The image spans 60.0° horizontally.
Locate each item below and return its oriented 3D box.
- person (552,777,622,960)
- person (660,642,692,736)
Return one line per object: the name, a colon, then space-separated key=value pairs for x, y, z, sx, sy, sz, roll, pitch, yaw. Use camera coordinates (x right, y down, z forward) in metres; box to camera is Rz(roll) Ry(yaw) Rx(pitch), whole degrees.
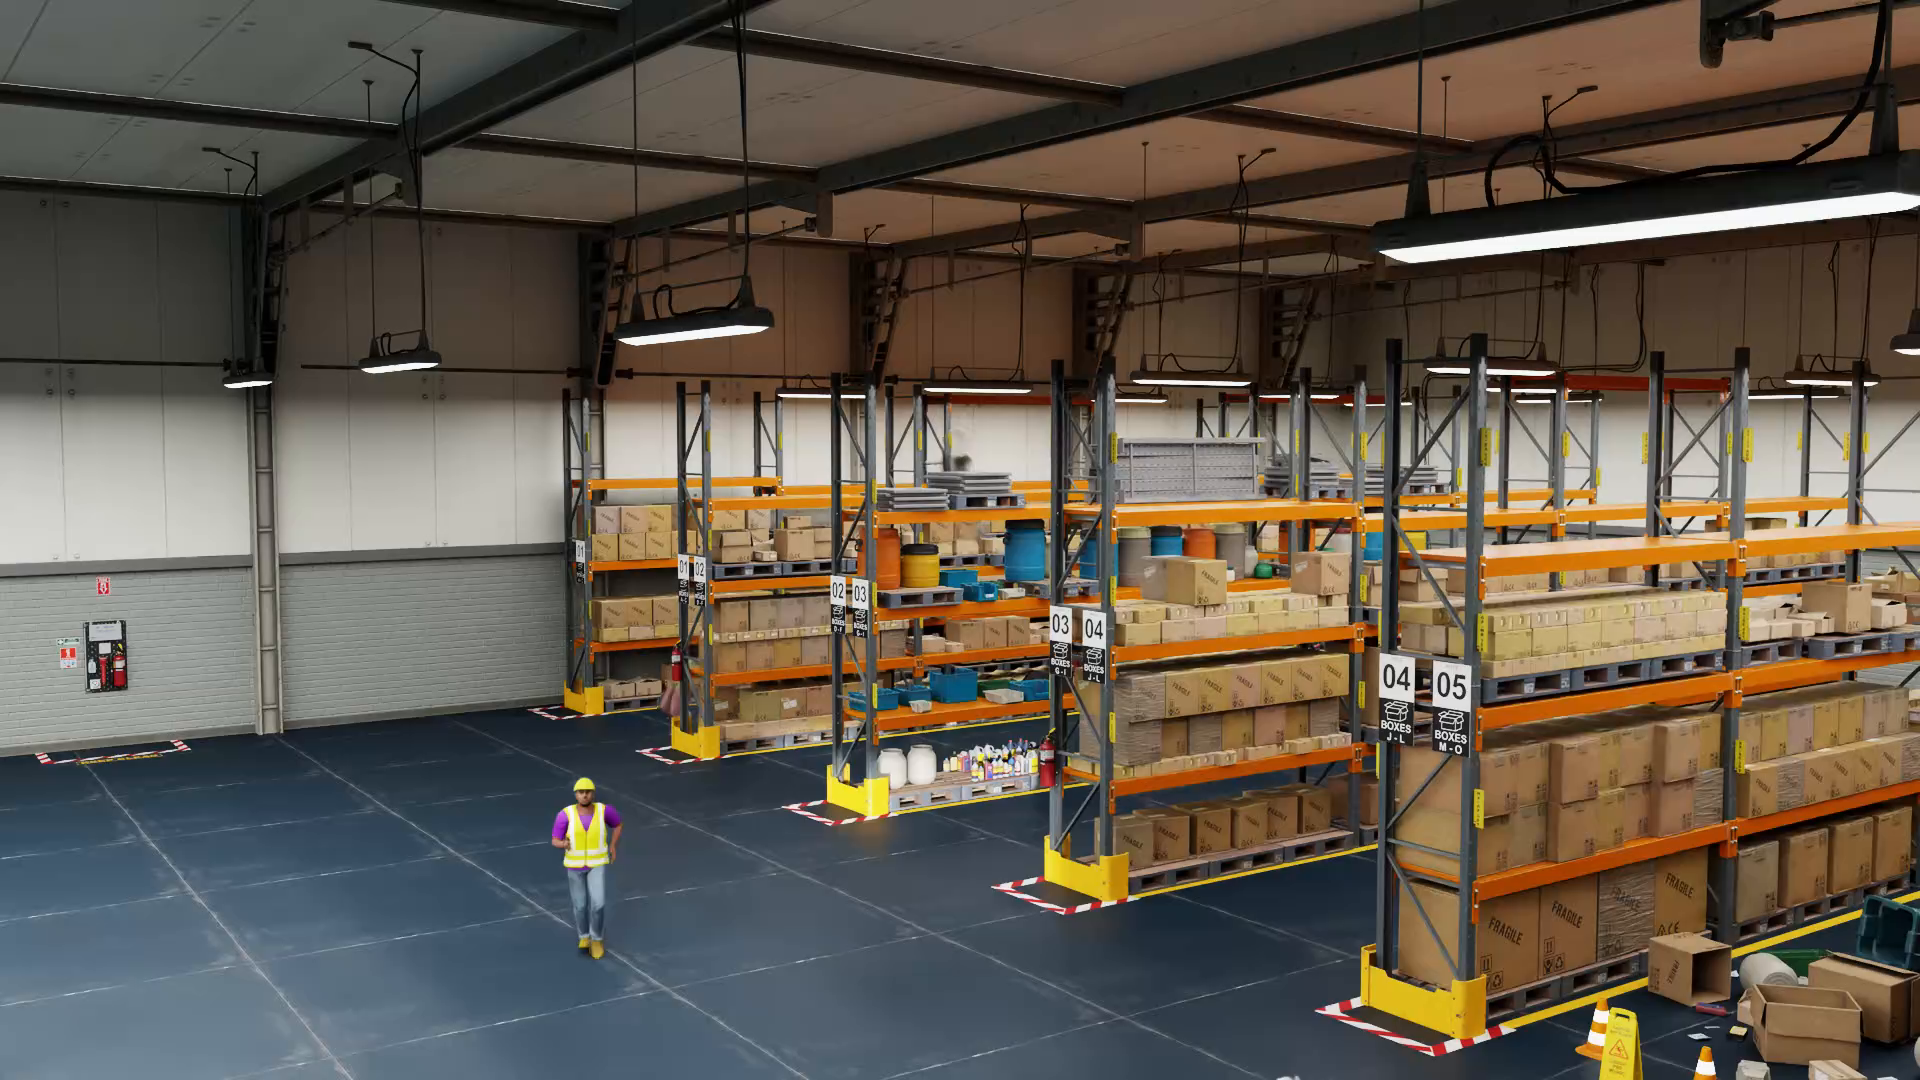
person: x=-3.672 y=3.238 z=16.376 sx=0.677 sy=1.795 sz=0.683 roll=-1 pitch=4 yaw=-10
person: x=-4.824 y=2.533 z=28.328 sx=0.558 sy=1.619 sz=0.520 roll=3 pitch=5 yaw=43
